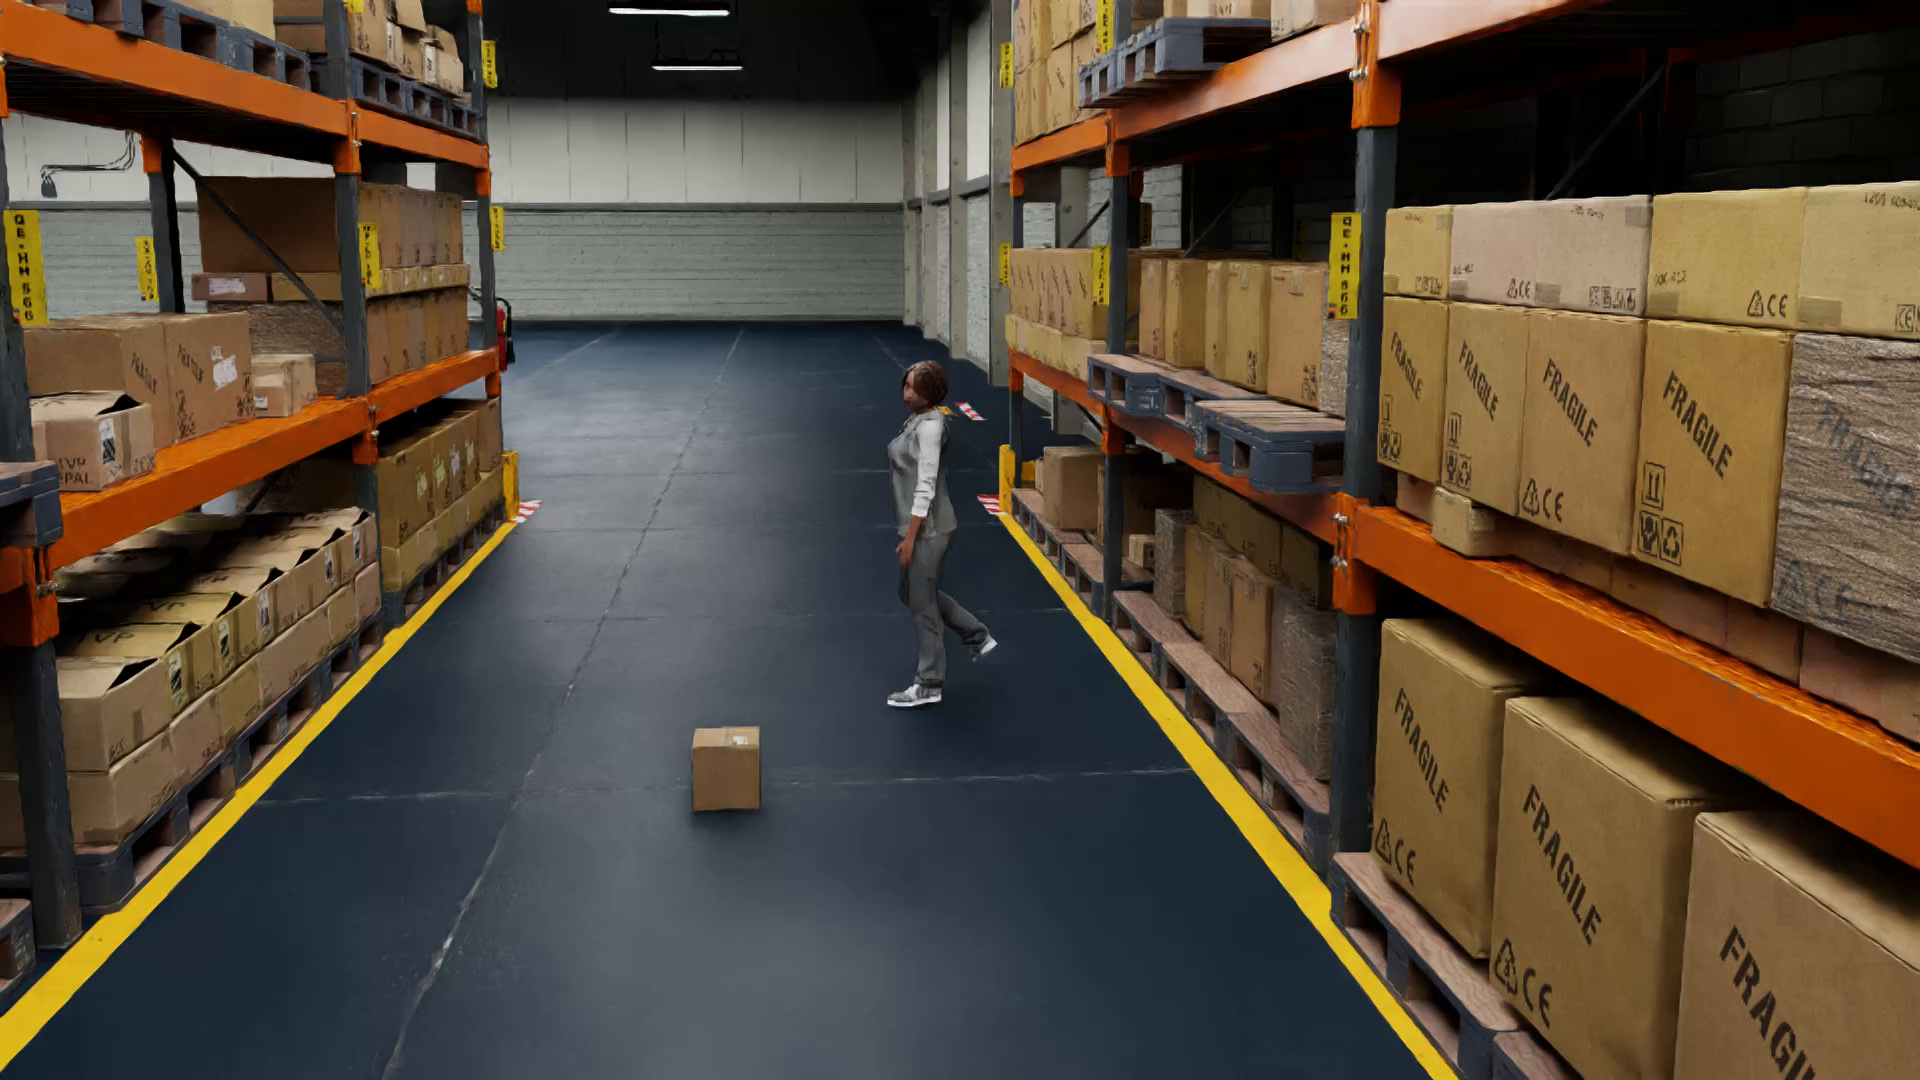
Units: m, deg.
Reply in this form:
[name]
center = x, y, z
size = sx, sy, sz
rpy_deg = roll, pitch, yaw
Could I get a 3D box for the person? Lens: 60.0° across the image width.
[person]
center = -0.082, -0.039, 7.654
size = 0.543, 1.593, 0.590
rpy_deg = -1, 10, -7
